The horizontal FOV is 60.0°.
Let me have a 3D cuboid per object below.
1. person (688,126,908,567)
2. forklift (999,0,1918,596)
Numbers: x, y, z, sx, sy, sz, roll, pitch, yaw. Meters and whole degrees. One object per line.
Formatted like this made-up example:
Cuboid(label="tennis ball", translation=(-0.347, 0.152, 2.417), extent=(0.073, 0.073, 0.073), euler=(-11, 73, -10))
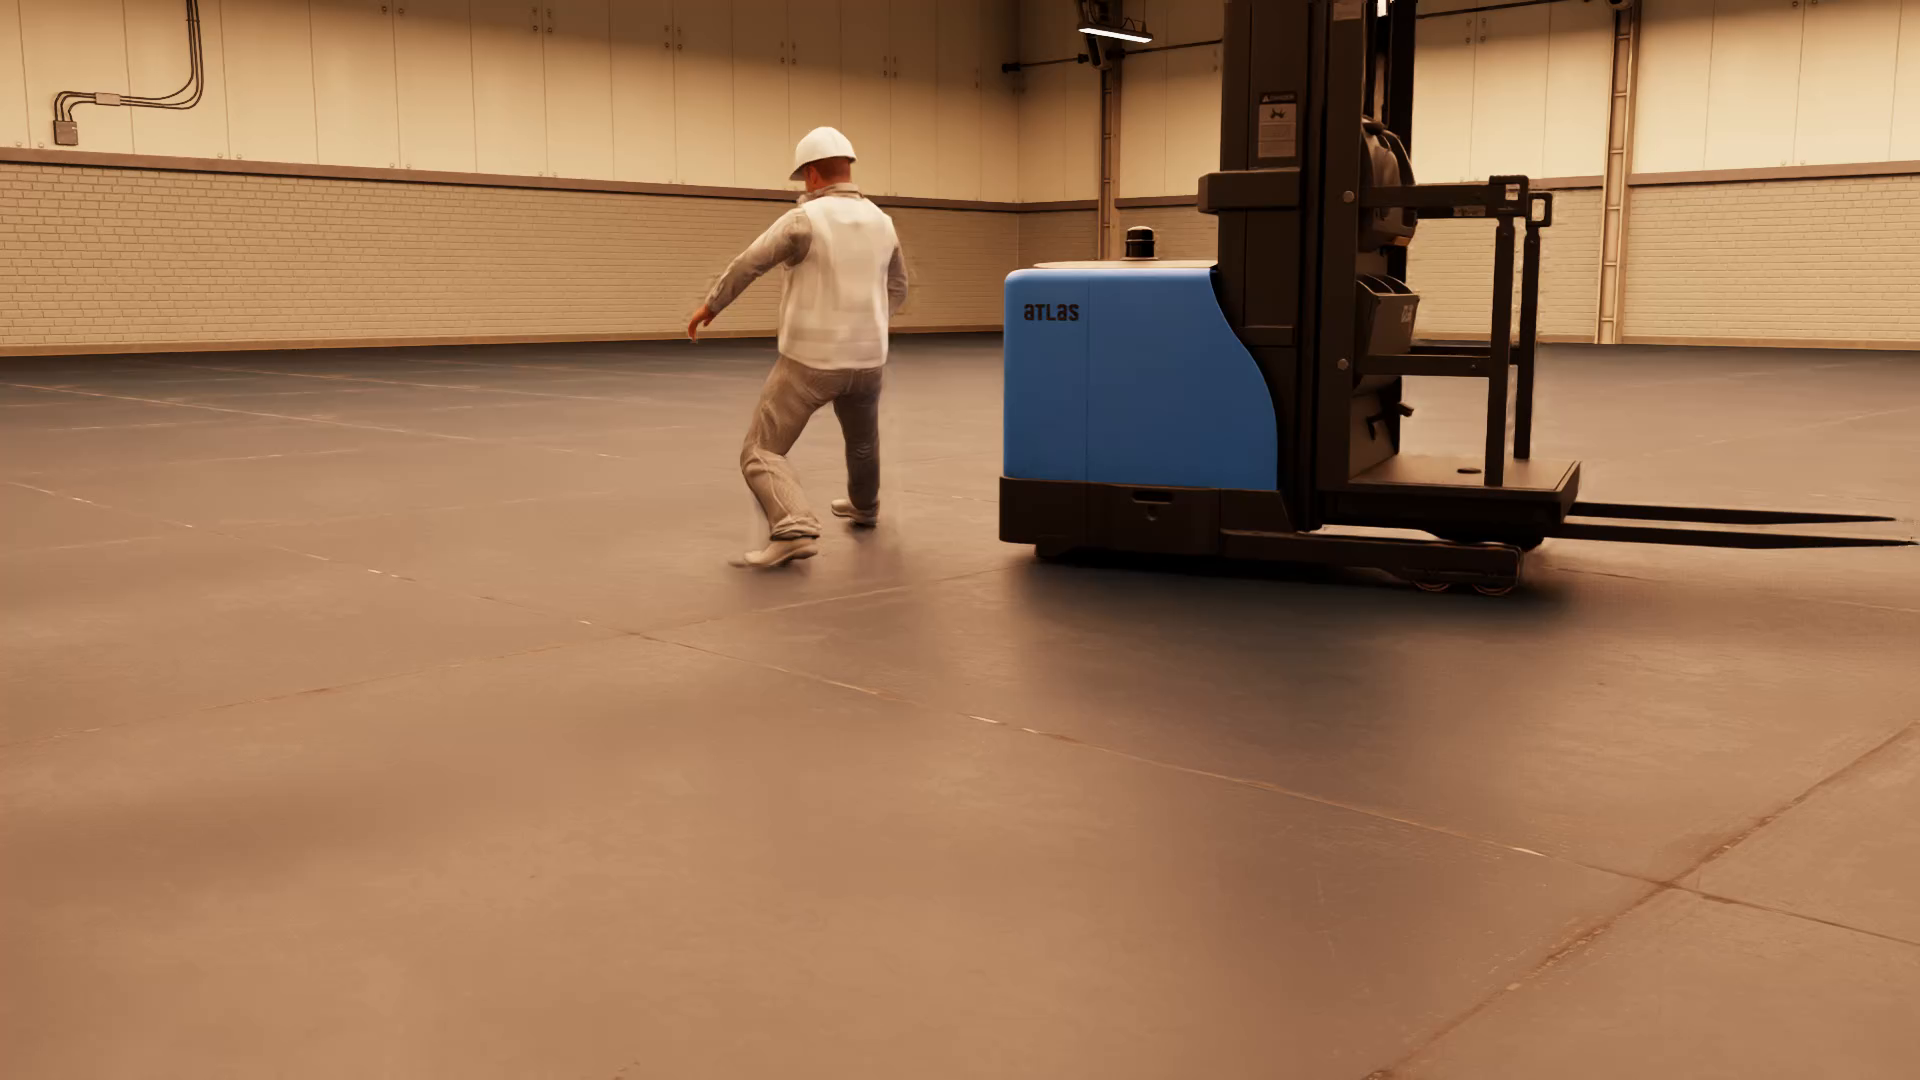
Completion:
Cuboid(label="person", translation=(-0.581, -0.772, 6.525), extent=(0.995, 1.638, 0.982), euler=(-7, 11, -38))
Cuboid(label="forklift", translation=(1.711, -1.354, 5.865), extent=(3.031, 2.935, 1.130), euler=(4, 9, 23))
